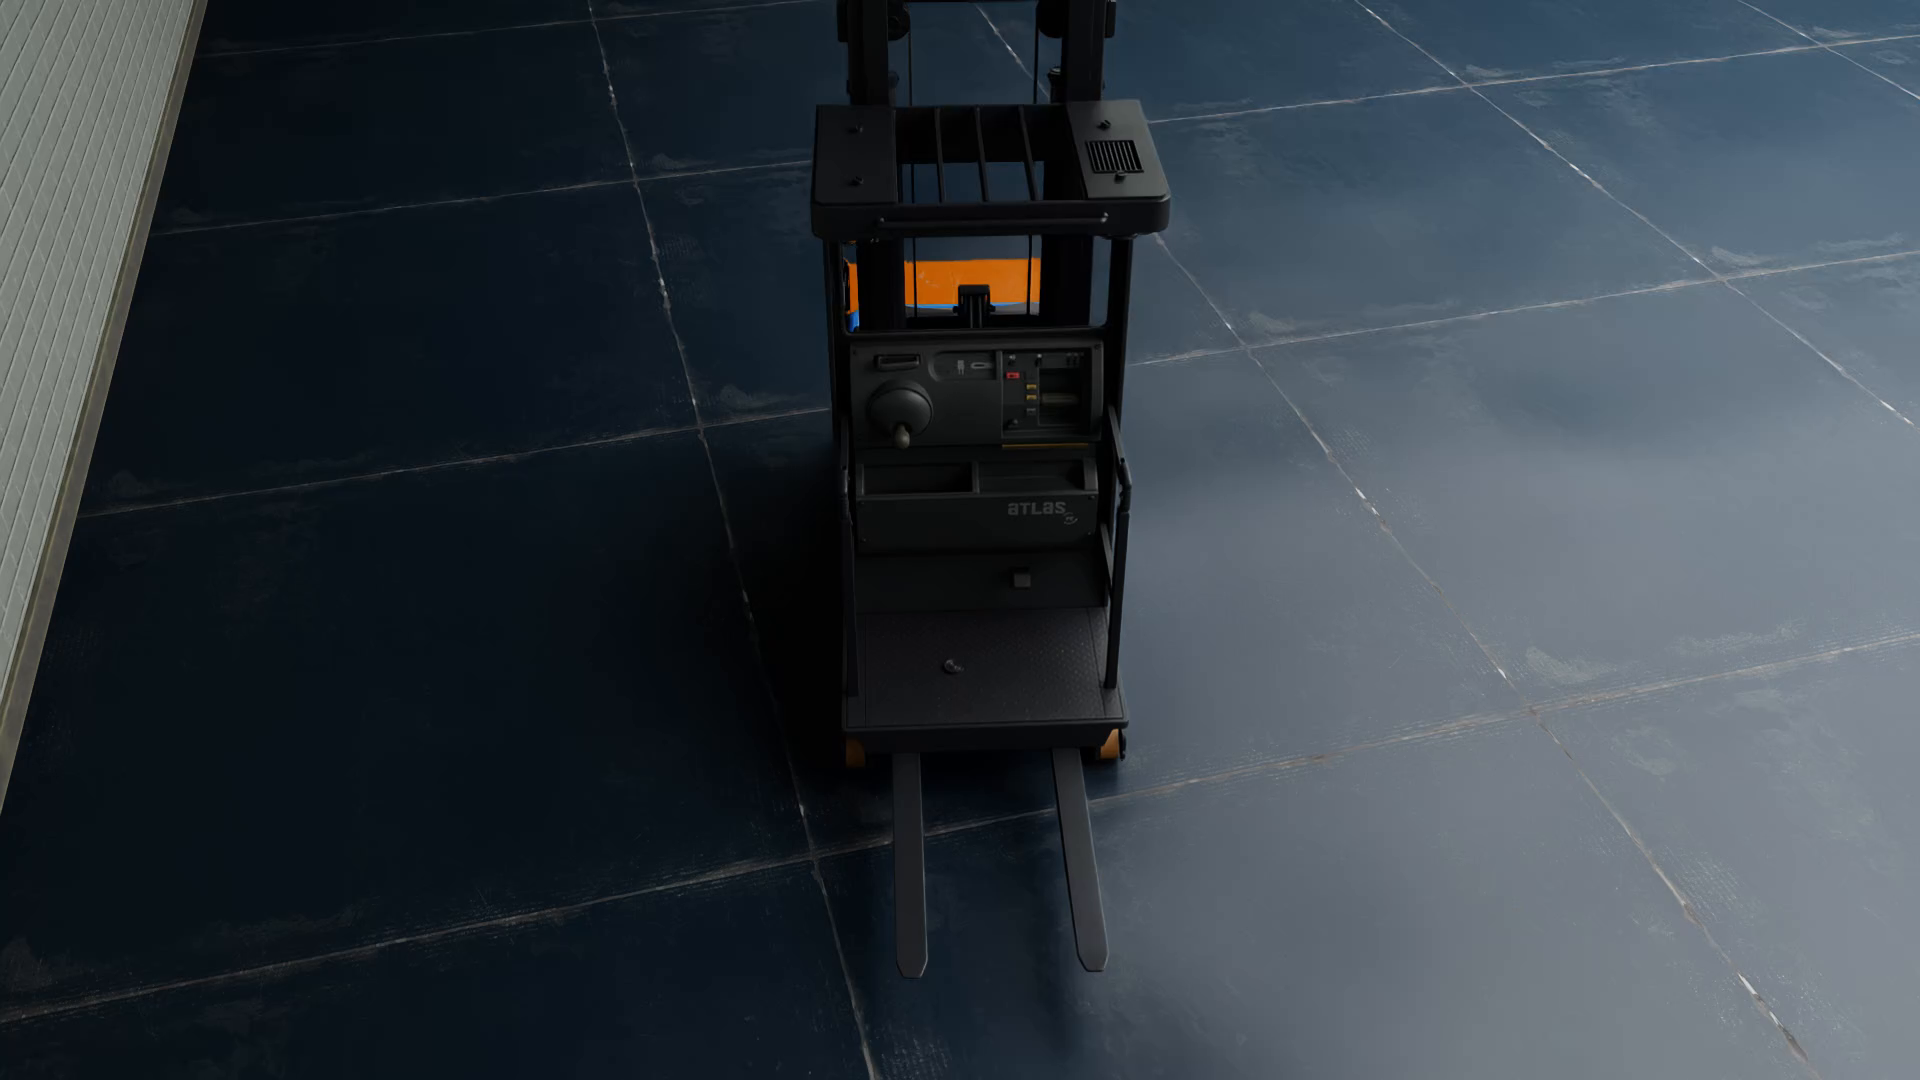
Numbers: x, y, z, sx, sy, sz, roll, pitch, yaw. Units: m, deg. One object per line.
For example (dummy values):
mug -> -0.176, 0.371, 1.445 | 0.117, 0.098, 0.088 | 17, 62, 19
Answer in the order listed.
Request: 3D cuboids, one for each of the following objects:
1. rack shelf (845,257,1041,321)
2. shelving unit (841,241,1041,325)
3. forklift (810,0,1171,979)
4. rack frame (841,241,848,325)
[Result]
rack shelf -> -0.032, -1.083, 7.758 | 1.000, 0.278, 0.538 | -2, 37, -3
shelving unit -> -0.032, -0.851, 7.936 | 1.048, 1.125, 0.538 | -2, 37, -3
forklift -> 0.075, -0.469, 5.950 | 1.130, 2.935, 3.031 | -2, 37, -2
rack frame -> -0.539, -0.830, 7.909 | 0.032, 1.125, 0.500 | -2, 37, -3
